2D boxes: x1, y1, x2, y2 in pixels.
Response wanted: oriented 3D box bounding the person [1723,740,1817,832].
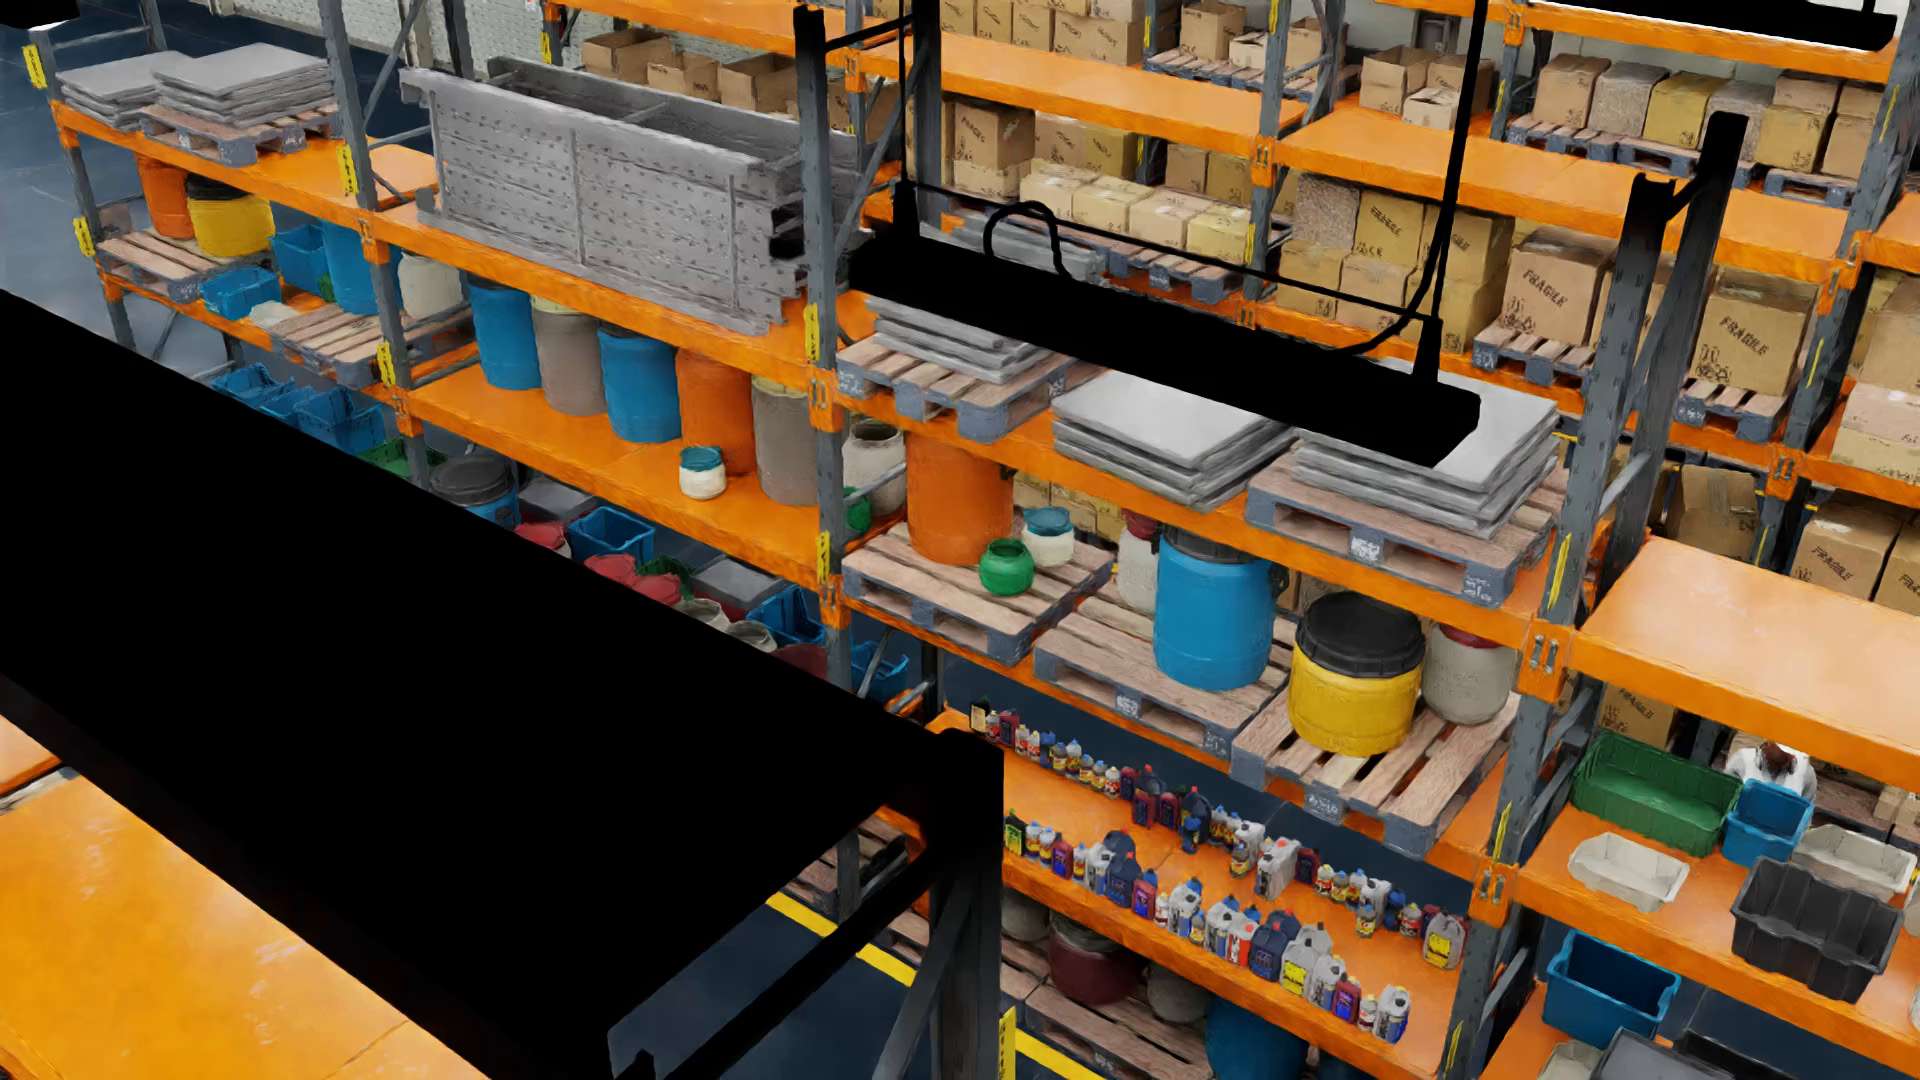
[{"bbox_3d":[5.033,1.549,10.344,0.593,1.070,0.365,12,33,18],"label":"person"}]
